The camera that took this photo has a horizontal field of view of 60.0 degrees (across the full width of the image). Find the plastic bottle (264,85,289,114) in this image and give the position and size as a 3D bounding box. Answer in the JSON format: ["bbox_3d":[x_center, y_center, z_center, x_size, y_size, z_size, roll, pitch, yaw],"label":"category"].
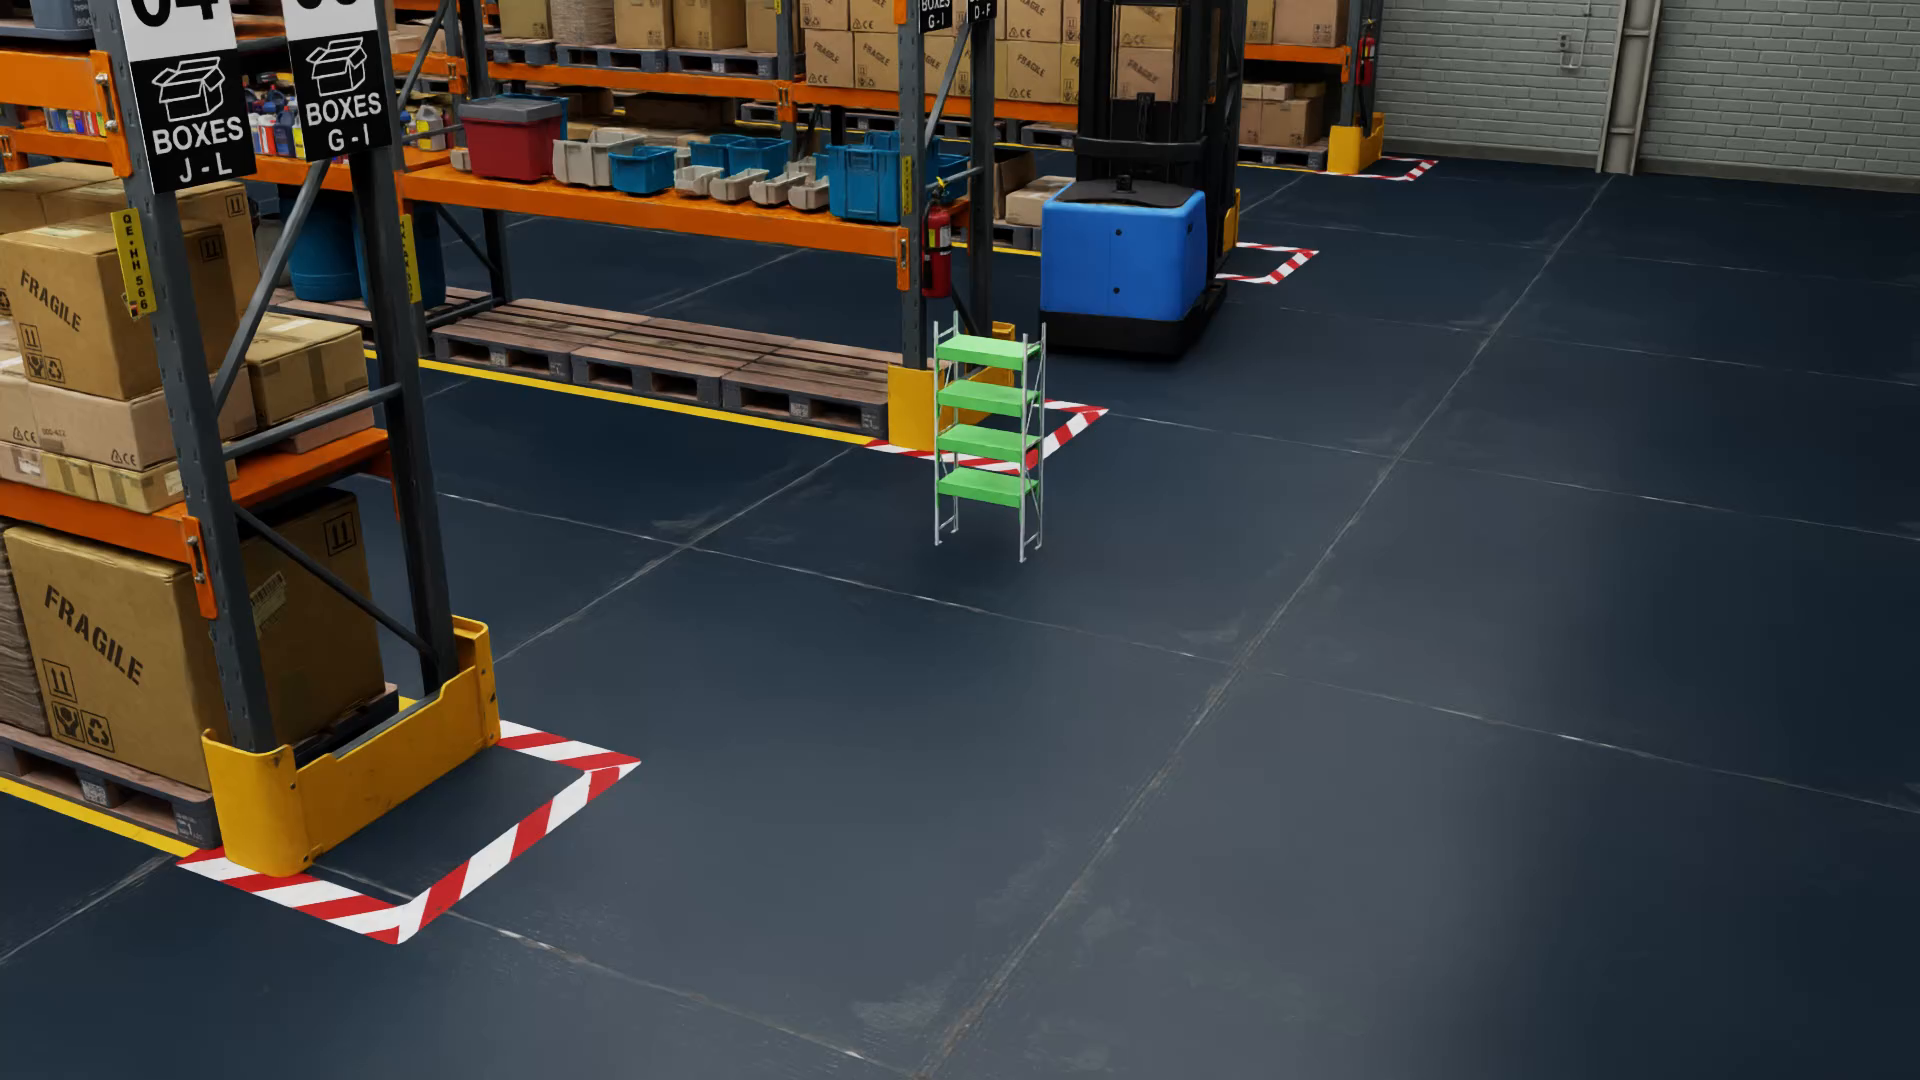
[{"bbox_3d":[-5.226,-3.303,12.748,0.185,0.351,0.144,11,25,25],"label":"plastic bottle"}]

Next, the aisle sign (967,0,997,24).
[{"bbox_3d":[0.131,-3.424,9.646,0.004,0.787,0.394,11,25,25],"label":"aisle sign"}]

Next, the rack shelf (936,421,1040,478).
[{"bbox_3d":[0.148,-0.464,8.471,0.480,0.148,0.258,11,25,25],"label":"rack shelf"}]

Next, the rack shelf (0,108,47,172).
[{"bbox_3d":[-8.992,-3.571,14.234,4.000,0.370,1.077,11,25,25],"label":"rack shelf"}]

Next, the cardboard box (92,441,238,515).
[{"bbox_3d":[-2.768,-0.239,5.800,0.250,0.149,0.380,12,26,26],"label":"cardboard box"}]

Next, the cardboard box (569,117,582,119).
[{"bbox_3d":[-4.028,-4.248,17.537,0.500,0.500,0.500,12,26,27],"label":"cardboard box"}]

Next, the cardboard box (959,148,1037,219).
[{"bbox_3d":[0.280,-3.296,15.295,0.637,0.503,0.797,11,25,25],"label":"cardboard box"}]

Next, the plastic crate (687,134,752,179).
[{"bbox_3d":[-1.582,-2.531,11.006,0.300,0.233,0.416,11,25,25],"label":"plastic crate"}]

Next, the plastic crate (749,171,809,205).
[{"bbox_3d":[-1.129,-2.180,10.303,0.243,0.136,0.396,11,25,25],"label":"plastic crate"}]

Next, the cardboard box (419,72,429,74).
[{"bbox_3d":[-7.725,-6.896,24.212,0.250,0.149,0.380,9,25,20],"label":"cardboard box"}]

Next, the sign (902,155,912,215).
[{"bbox_3d":[-0.301,-2.017,9.451,0.005,0.325,0.100,11,25,25],"label":"sign"}]

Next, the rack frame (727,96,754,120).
[{"bbox_3d":[-2.737,-7.009,21.399,0.127,3.000,1.000,11,25,25],"label":"rack frame"}]

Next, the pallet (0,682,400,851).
[{"bbox_3d":[-3.051,0.763,6.687,1.213,0.211,1.003,11,25,25],"label":"pallet"}]

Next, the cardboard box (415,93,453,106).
[{"bbox_3d":[-5.776,-4.749,18.345,0.500,0.311,0.500,11,25,23],"label":"cardboard box"}]

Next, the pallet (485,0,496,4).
[{"bbox_3d":[-5.690,-7.442,22.661,1.213,0.211,1.003,11,25,25],"label":"pallet"}]

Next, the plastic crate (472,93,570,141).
[{"bbox_3d":[-3.066,-2.900,11.680,0.575,0.384,0.392,11,25,25],"label":"plastic crate"}]

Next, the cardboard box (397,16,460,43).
[{"bbox_3d":[-5.679,-5.463,17.877,0.500,0.311,0.500,11,25,24],"label":"cardboard box"}]

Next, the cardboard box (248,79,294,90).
[{"bbox_3d":[-8.047,-5.199,19.404,0.500,0.311,0.500,11,25,25],"label":"cardboard box"}]

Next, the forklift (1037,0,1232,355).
[{"bbox_3d":[1.485,-3.193,12.513,1.130,2.935,3.031,7,24,16],"label":"forklift"}]

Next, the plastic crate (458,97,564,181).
[{"bbox_3d":[-2.953,-2.655,11.001,0.583,0.464,0.402,11,25,25],"label":"plastic crate"}]

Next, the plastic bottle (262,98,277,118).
[{"bbox_3d":[-5.241,-3.217,12.646,0.097,0.271,0.097,0,23,0],"label":"plastic bottle"}]

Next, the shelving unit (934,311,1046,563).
[{"bbox_3d":[0.148,-0.523,8.446,0.503,1.200,0.258,11,25,25],"label":"shelving unit"}]

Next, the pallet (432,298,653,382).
[{"bbox_3d":[-2.963,-1.443,11.874,1.213,0.211,1.003,11,25,25],"label":"pallet"}]

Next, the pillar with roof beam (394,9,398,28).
[{"bbox_3d":[-10.803,-9.858,20.431,0.400,9.000,9.100,11,25,25],"label":"pillar with roof beam"}]

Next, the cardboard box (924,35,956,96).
[{"bbox_3d":[-0.163,-4.255,14.794,0.500,0.500,0.500,11,25,24],"label":"cardboard box"}]

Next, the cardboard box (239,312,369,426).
[{"bbox_3d":[-2.609,-0.654,6.266,0.500,0.250,0.500,10,25,23],"label":"cardboard box"}]

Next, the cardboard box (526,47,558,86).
[{"bbox_3d":[-5.642,-6.644,23.171,0.500,0.500,0.700,12,26,26],"label":"cardboard box"}]

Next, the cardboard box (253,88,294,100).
[{"bbox_3d":[-7.837,-4.921,18.748,0.500,0.311,0.500,11,25,24],"label":"cardboard box"}]

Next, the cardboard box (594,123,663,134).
[{"bbox_3d":[-3.308,-3.879,16.671,0.500,0.500,0.500,10,25,23],"label":"cardboard box"}]

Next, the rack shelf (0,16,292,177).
[{"bbox_3d":[-4.087,-1.809,6.258,4.000,0.370,1.077,11,25,25],"label":"rack shelf"}]

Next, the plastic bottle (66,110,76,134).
[{"bbox_3d":[-6.788,-3.221,12.746,0.097,0.201,0.097,0,23,0],"label":"plastic bottle"}]

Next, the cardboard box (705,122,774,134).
[{"bbox_3d":[-2.201,-3.885,16.685,0.500,0.500,0.500,12,26,25],"label":"cardboard box"}]

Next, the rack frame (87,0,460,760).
[{"bbox_3d":[-2.302,-0.407,5.874,0.127,3.000,1.000,11,25,25],"label":"rack frame"}]

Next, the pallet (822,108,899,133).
[{"bbox_3d":[-0.982,-5.345,21.048,1.213,0.211,1.003,11,25,25],"label":"pallet"}]

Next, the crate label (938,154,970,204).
[{"bbox_3d":[-0.139,-2.246,10.335,0.303,0.233,0.416,11,25,25],"label":"crate label"}]

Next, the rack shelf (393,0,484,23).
[{"bbox_3d":[-8.091,-7.738,24.031,4.000,0.370,1.077,11,25,25],"label":"rack shelf"}]

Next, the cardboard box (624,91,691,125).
[{"bbox_3d":[-3.061,-4.405,16.949,0.500,0.250,0.500,11,25,24],"label":"cardboard box"}]

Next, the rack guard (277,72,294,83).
[{"bbox_3d":[-9.808,-7.258,25.178,0.348,0.500,1.175,11,25,25],"label":"rack guard"}]

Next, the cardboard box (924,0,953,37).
[{"bbox_3d":[-0.186,-4.715,14.599,0.500,0.500,0.500,10,25,23],"label":"cardboard box"}]

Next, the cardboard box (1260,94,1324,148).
[{"bbox_3d":[3.733,-4.728,18.693,0.500,0.500,0.700,11,25,25],"label":"cardboard box"}]

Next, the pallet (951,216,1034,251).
[{"bbox_3d":[0.307,-2.952,15.423,1.213,0.211,1.003,11,25,25],"label":"pallet"}]

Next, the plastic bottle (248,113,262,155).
[{"bbox_3d":[-5.031,-2.920,11.941,0.135,0.276,0.152,11,25,25],"label":"plastic bottle"}]

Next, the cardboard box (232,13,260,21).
[{"bbox_3d":[-8.079,-5.844,18.851,0.500,0.250,0.500,13,26,28],"label":"cardboard box"}]

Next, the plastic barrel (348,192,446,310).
[{"bbox_3d":[-4.115,-2.173,12.170,0.708,0.901,0.600,11,25,25],"label":"plastic barrel"}]

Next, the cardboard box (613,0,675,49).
[{"bbox_3d":[-3.003,-5.102,16.250,0.500,0.500,0.700,5,24,11],"label":"cardboard box"}]

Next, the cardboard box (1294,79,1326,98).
[{"bbox_3d":[3.935,-5.075,18.678,0.250,0.149,0.380,11,26,25],"label":"cardboard box"}]

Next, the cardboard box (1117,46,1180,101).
[{"bbox_3d":[1.649,-3.896,13.950,0.500,0.500,0.500,12,26,26],"label":"cardboard box"}]

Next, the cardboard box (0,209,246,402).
[{"bbox_3d":[-2.855,-0.814,5.684,0.500,0.500,0.500,12,26,25],"label":"cardboard box"}]

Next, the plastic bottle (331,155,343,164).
[{"bbox_3d":[-4.362,-2.771,11.582,0.133,0.283,0.061,11,25,25],"label":"plastic bottle"}]

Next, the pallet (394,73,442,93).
[{"bbox_3d":[-8.014,-6.754,24.361,1.213,0.211,1.003,11,25,25],"label":"pallet"}]

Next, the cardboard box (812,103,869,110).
[{"bbox_3d":[-1.361,-5.881,20.955,0.750,0.750,0.750,11,25,24],"label":"cardboard box"}]

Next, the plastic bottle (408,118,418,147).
[{"bbox_3d":[-4.002,-3.003,12.232,0.097,0.201,0.097,0,23,0],"label":"plastic bottle"}]

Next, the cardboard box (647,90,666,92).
[{"bbox_3d":[-3.810,-6.302,22.368,0.500,0.500,0.700,11,25,24],"label":"cardboard box"}]

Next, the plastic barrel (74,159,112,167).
[{"bbox_3d":[-6.762,-2.663,13.416,0.708,0.830,0.600,11,25,25],"label":"plastic barrel"}]

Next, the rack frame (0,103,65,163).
[{"bbox_3d":[-7.207,-3.549,13.263,0.127,3.000,1.000,11,25,25],"label":"rack frame"}]

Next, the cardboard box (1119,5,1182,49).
[{"bbox_3d":[1.650,-4.355,13.751,0.500,0.500,0.500,11,25,24],"label":"cardboard box"}]

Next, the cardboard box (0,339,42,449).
[{"bbox_3d":[-3.307,-0.557,6.039,0.500,0.250,0.500,11,25,24],"label":"cardboard box"}]

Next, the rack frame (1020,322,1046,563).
[{"bbox_3d":[0.365,-0.480,8.345,0.015,1.200,0.240,11,25,25],"label":"rack frame"}]
